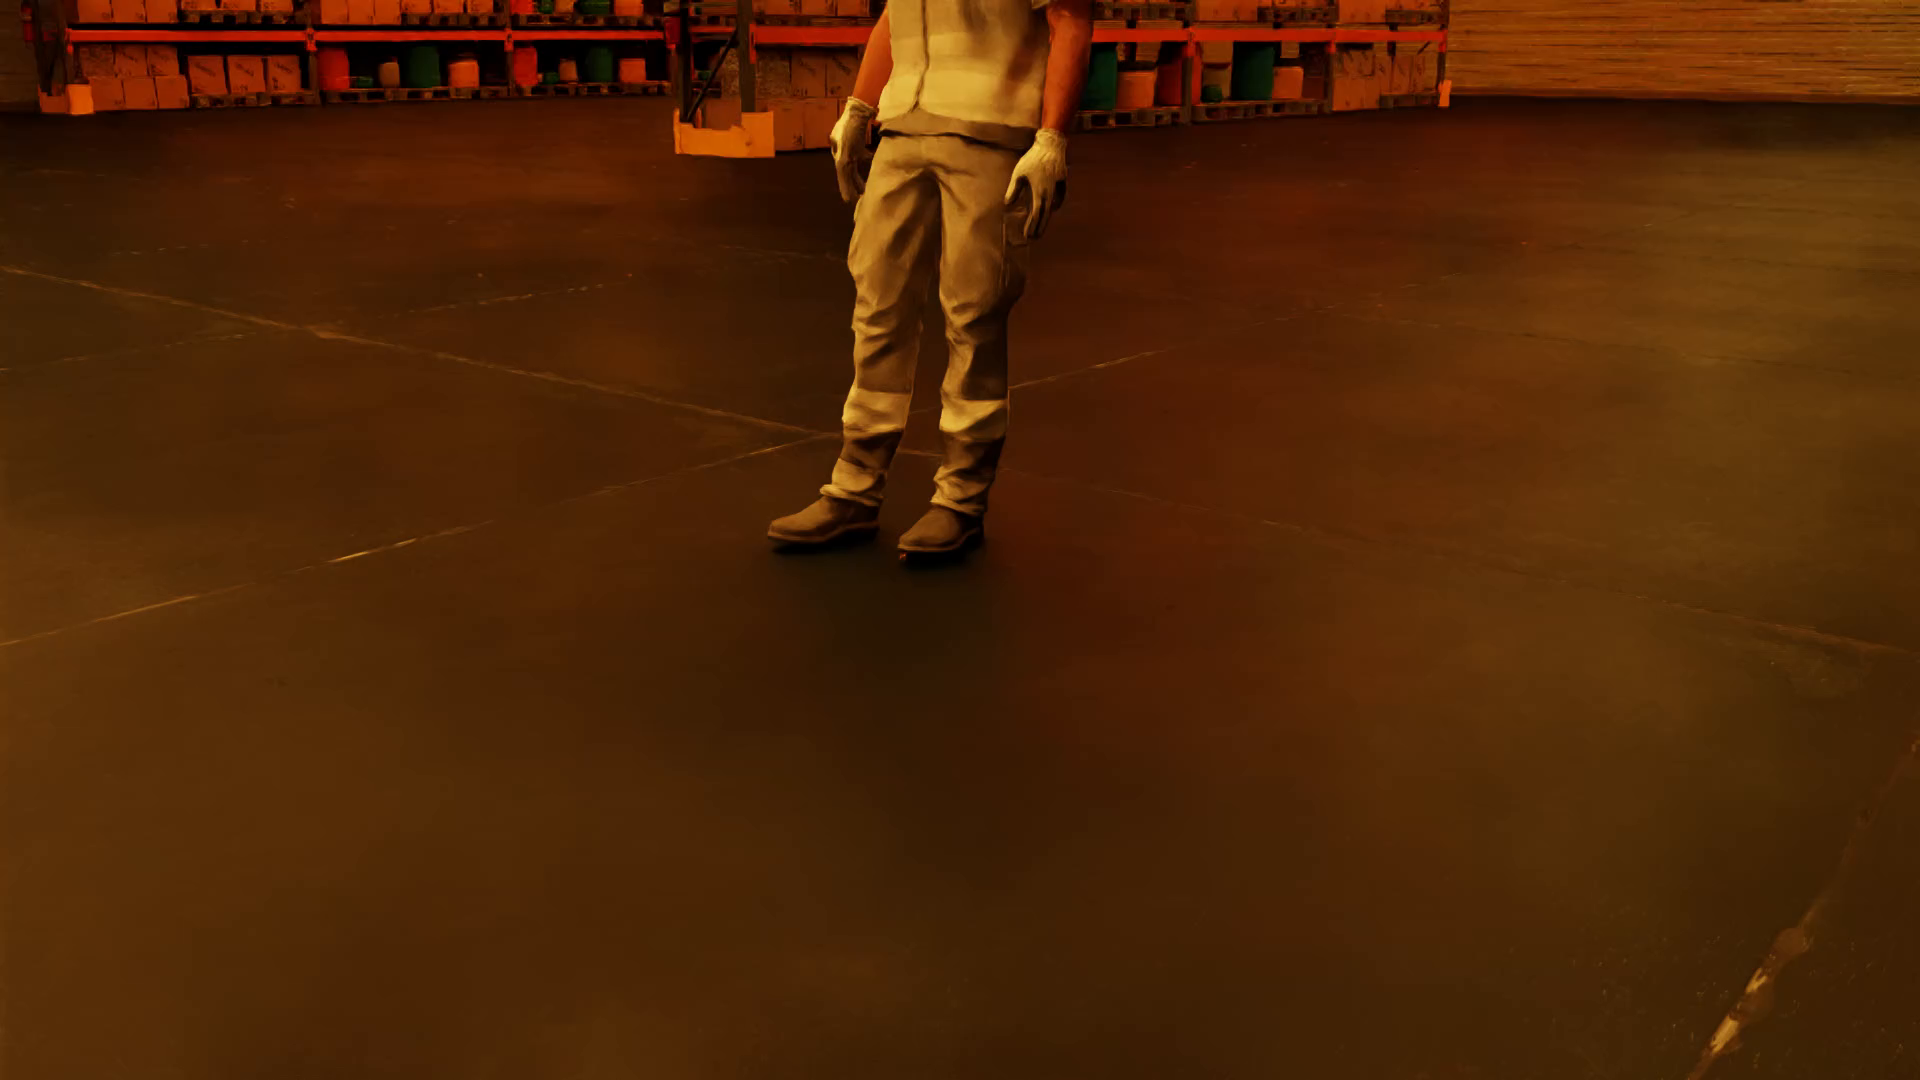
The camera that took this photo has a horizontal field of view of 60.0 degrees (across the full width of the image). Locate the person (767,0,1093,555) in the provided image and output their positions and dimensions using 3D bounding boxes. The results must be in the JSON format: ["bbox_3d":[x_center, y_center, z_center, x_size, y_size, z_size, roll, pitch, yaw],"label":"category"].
[{"bbox_3d":[-0.060,-0.847,3.627,0.637,1.787,0.563,13,21,37],"label":"person"}]
